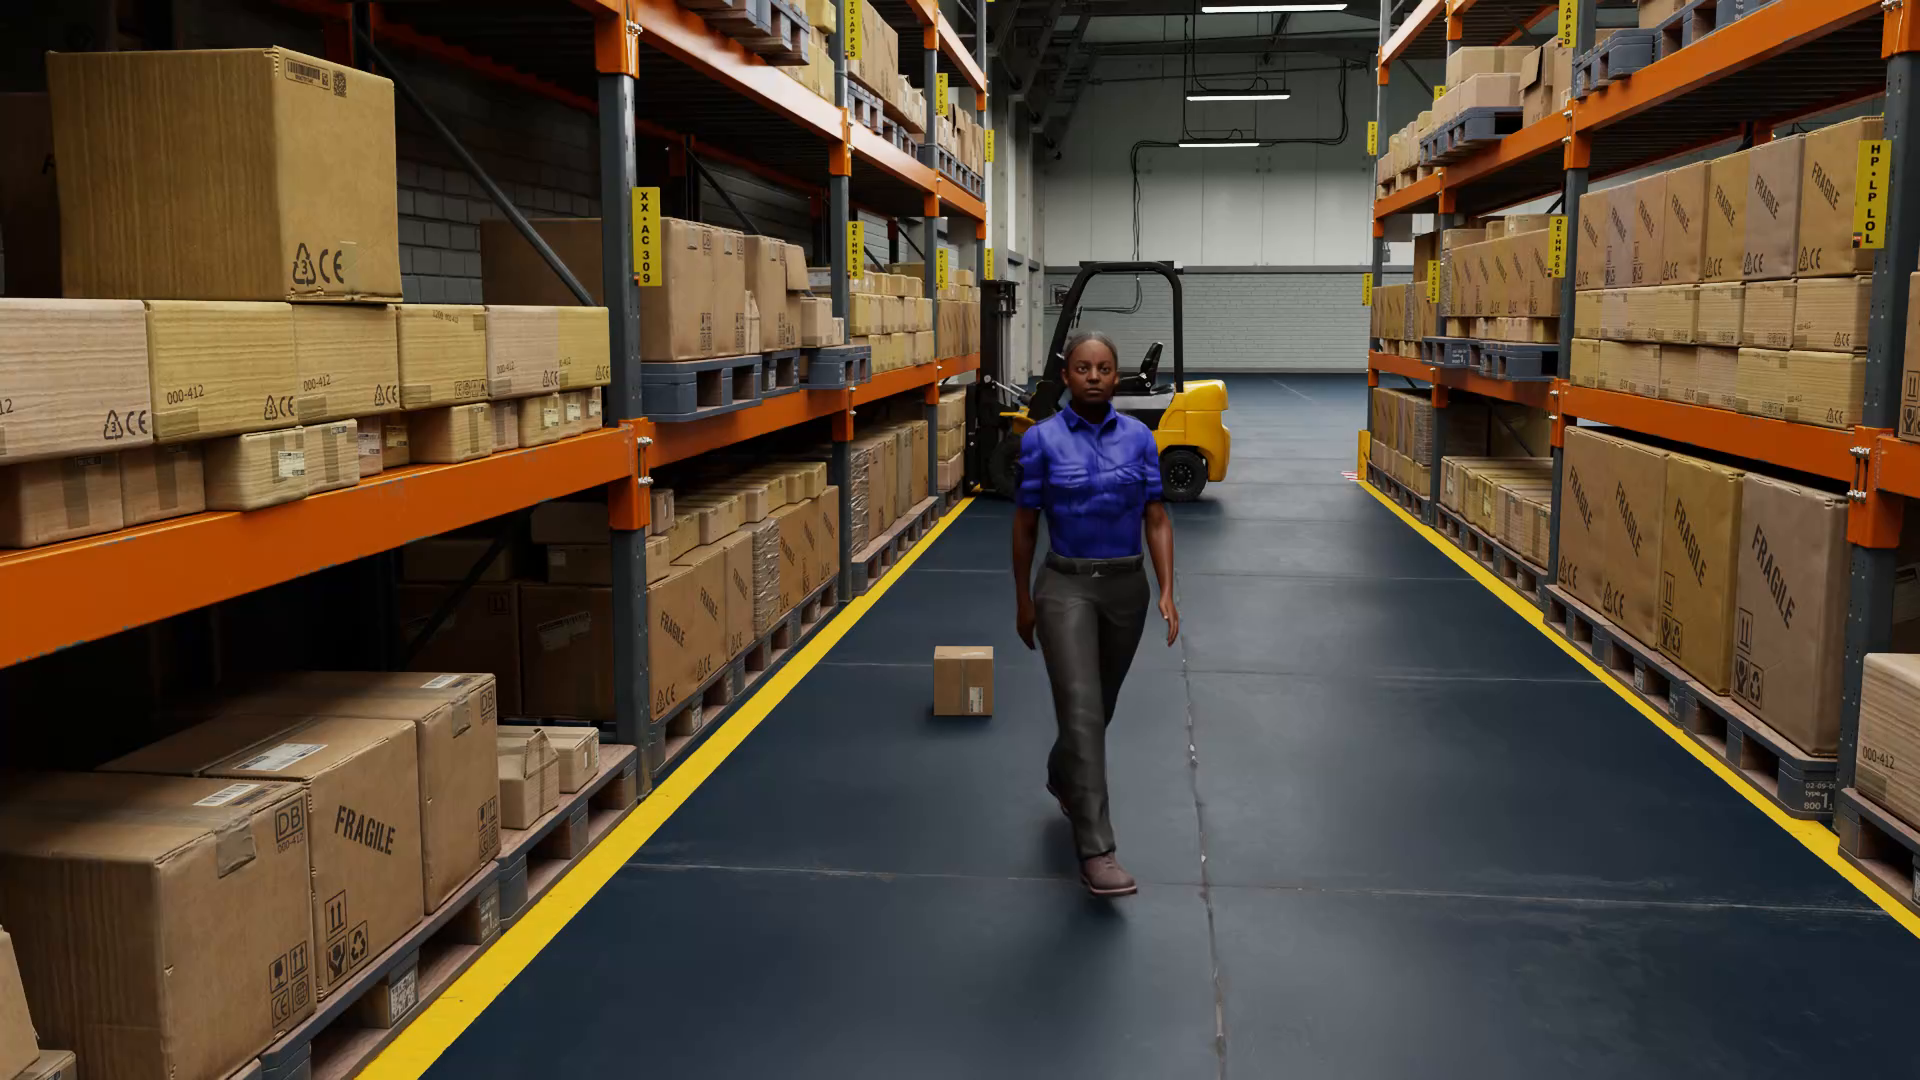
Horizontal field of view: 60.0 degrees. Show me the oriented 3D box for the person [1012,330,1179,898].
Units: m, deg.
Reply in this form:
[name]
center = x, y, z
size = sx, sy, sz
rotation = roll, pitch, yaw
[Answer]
[person]
center = 0.412, 0.169, 5.024
size = 0.451, 1.594, 1.029
rotation = -2, 8, -15
